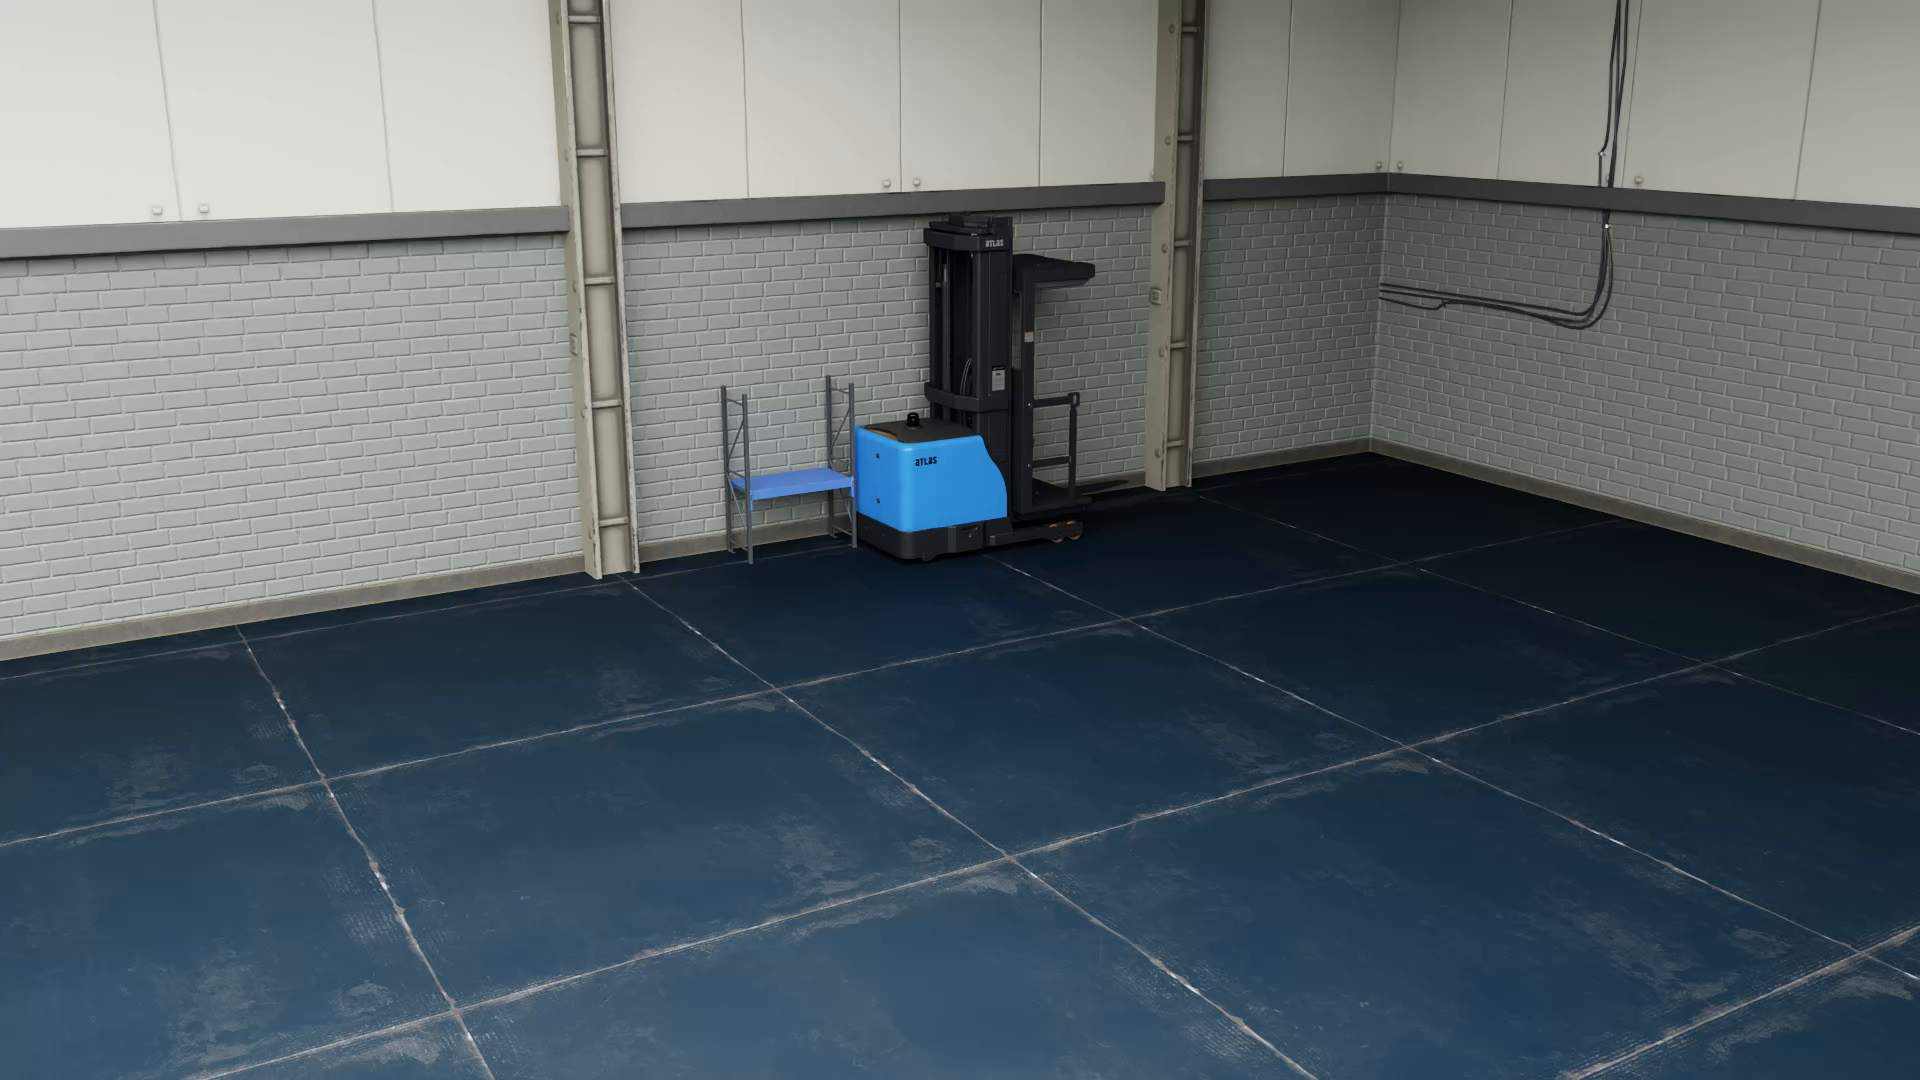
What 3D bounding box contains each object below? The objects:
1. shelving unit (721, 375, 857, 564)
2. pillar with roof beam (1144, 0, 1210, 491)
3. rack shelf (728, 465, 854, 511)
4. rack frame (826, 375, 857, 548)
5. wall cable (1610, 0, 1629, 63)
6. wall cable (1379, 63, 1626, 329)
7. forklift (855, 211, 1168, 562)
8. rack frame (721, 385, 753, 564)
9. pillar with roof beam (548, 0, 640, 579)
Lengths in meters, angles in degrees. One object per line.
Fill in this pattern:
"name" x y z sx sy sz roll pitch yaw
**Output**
"shelving unit" -1.508 -0.641 14.758 1.048 1.500 0.538 -9 18 -29
"pillar with roof beam" 4.373 -3.902 12.496 0.400 9.000 9.100 -9 18 -30
"rack shelf" -1.508 -0.468 14.806 1.000 0.185 0.538 -9 18 -29
"rack frame" -1.071 -0.711 15.008 0.032 1.500 0.500 -9 18 -29
"wall cable" 6.755 -5.312 13.924 0.112 2.526 3.097 -9 18 -30
"wall cable" 5.362 -3.506 16.838 0.112 2.526 3.097 -9 18 -30
"forklift" 0.536 -1.500 15.172 3.031 2.935 1.130 -9 18 -30
"rack frame" -1.946 -0.571 14.508 0.032 1.500 0.500 -9 18 -29
"pillar with roof beam" -0.771 -3.068 9.521 0.400 9.000 9.100 -9 18 -30
